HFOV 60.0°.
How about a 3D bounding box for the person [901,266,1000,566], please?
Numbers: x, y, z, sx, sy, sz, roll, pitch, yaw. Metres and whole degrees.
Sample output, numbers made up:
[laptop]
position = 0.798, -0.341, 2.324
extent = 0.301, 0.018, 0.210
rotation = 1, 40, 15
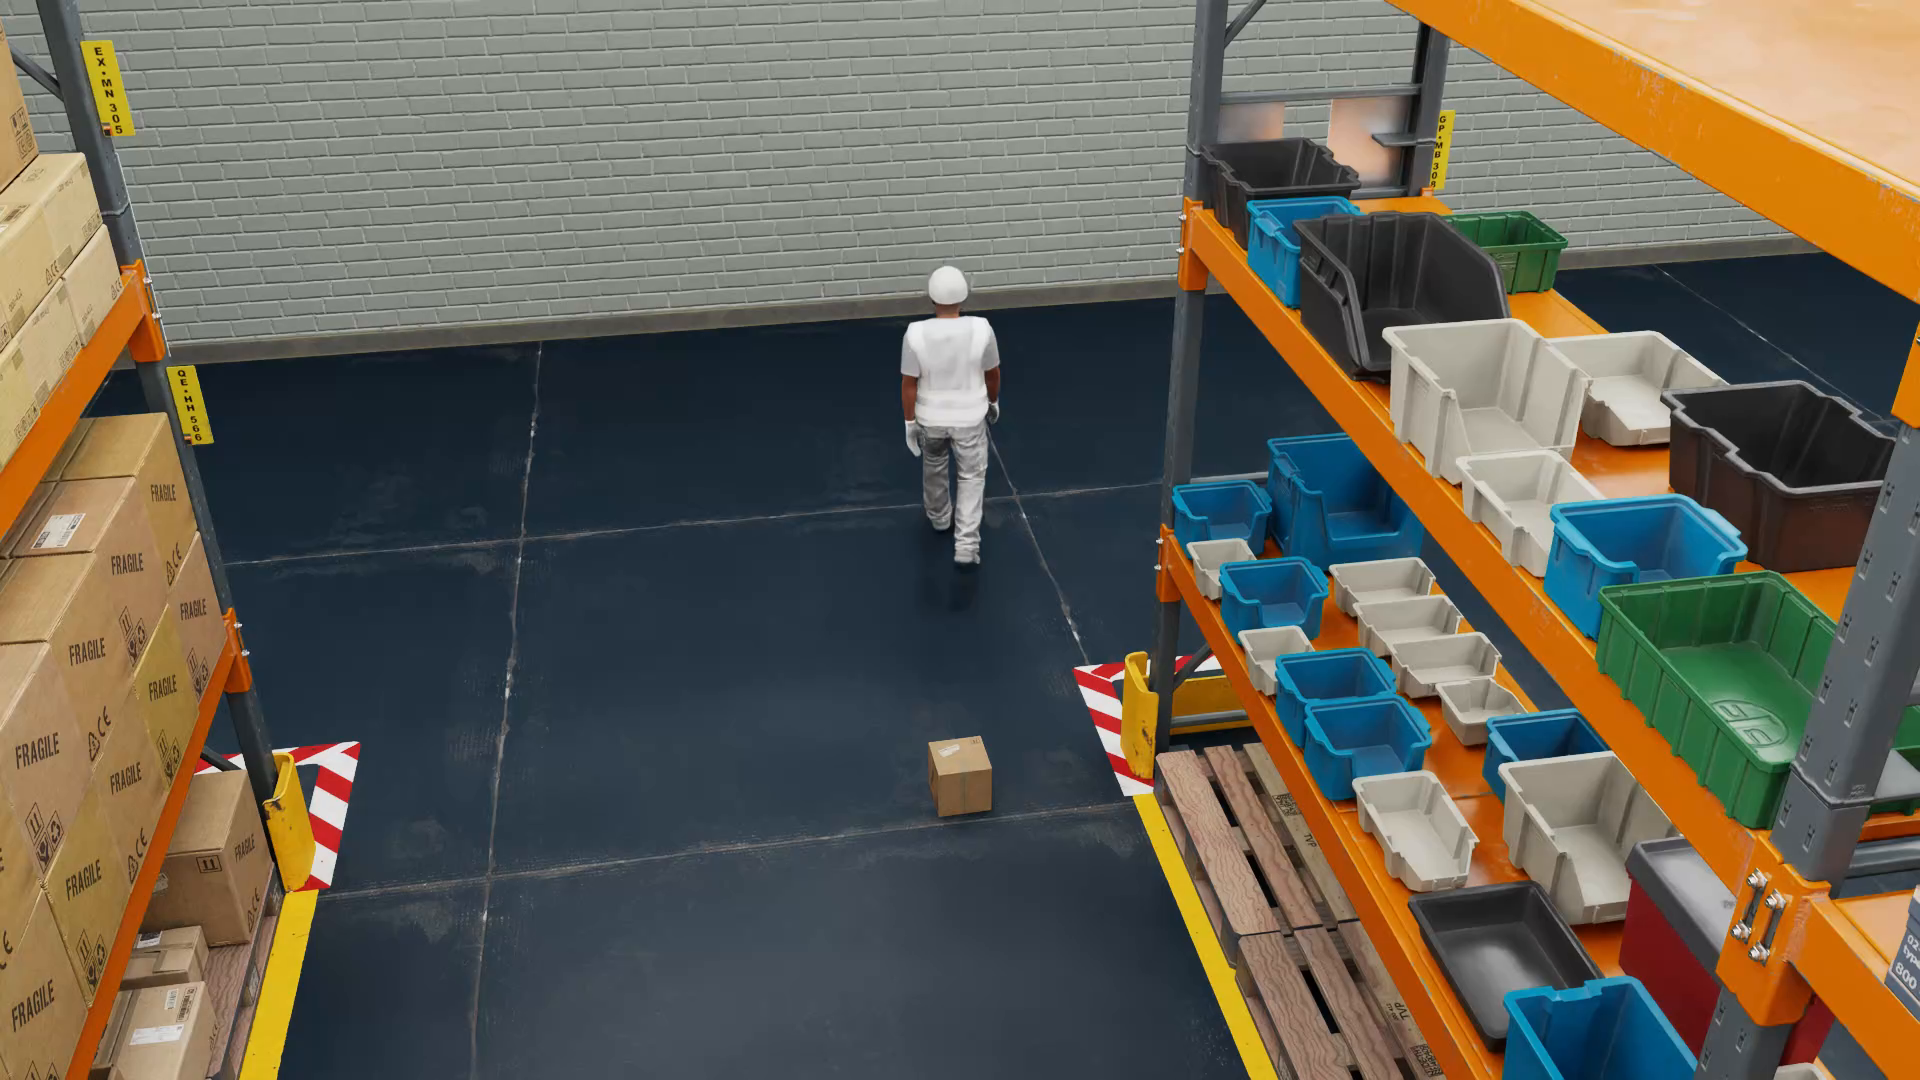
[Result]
[person]
position = -0.049, -0.705, 9.312
extent = 0.546, 1.746, 0.993
rotation = 1, 30, 2
